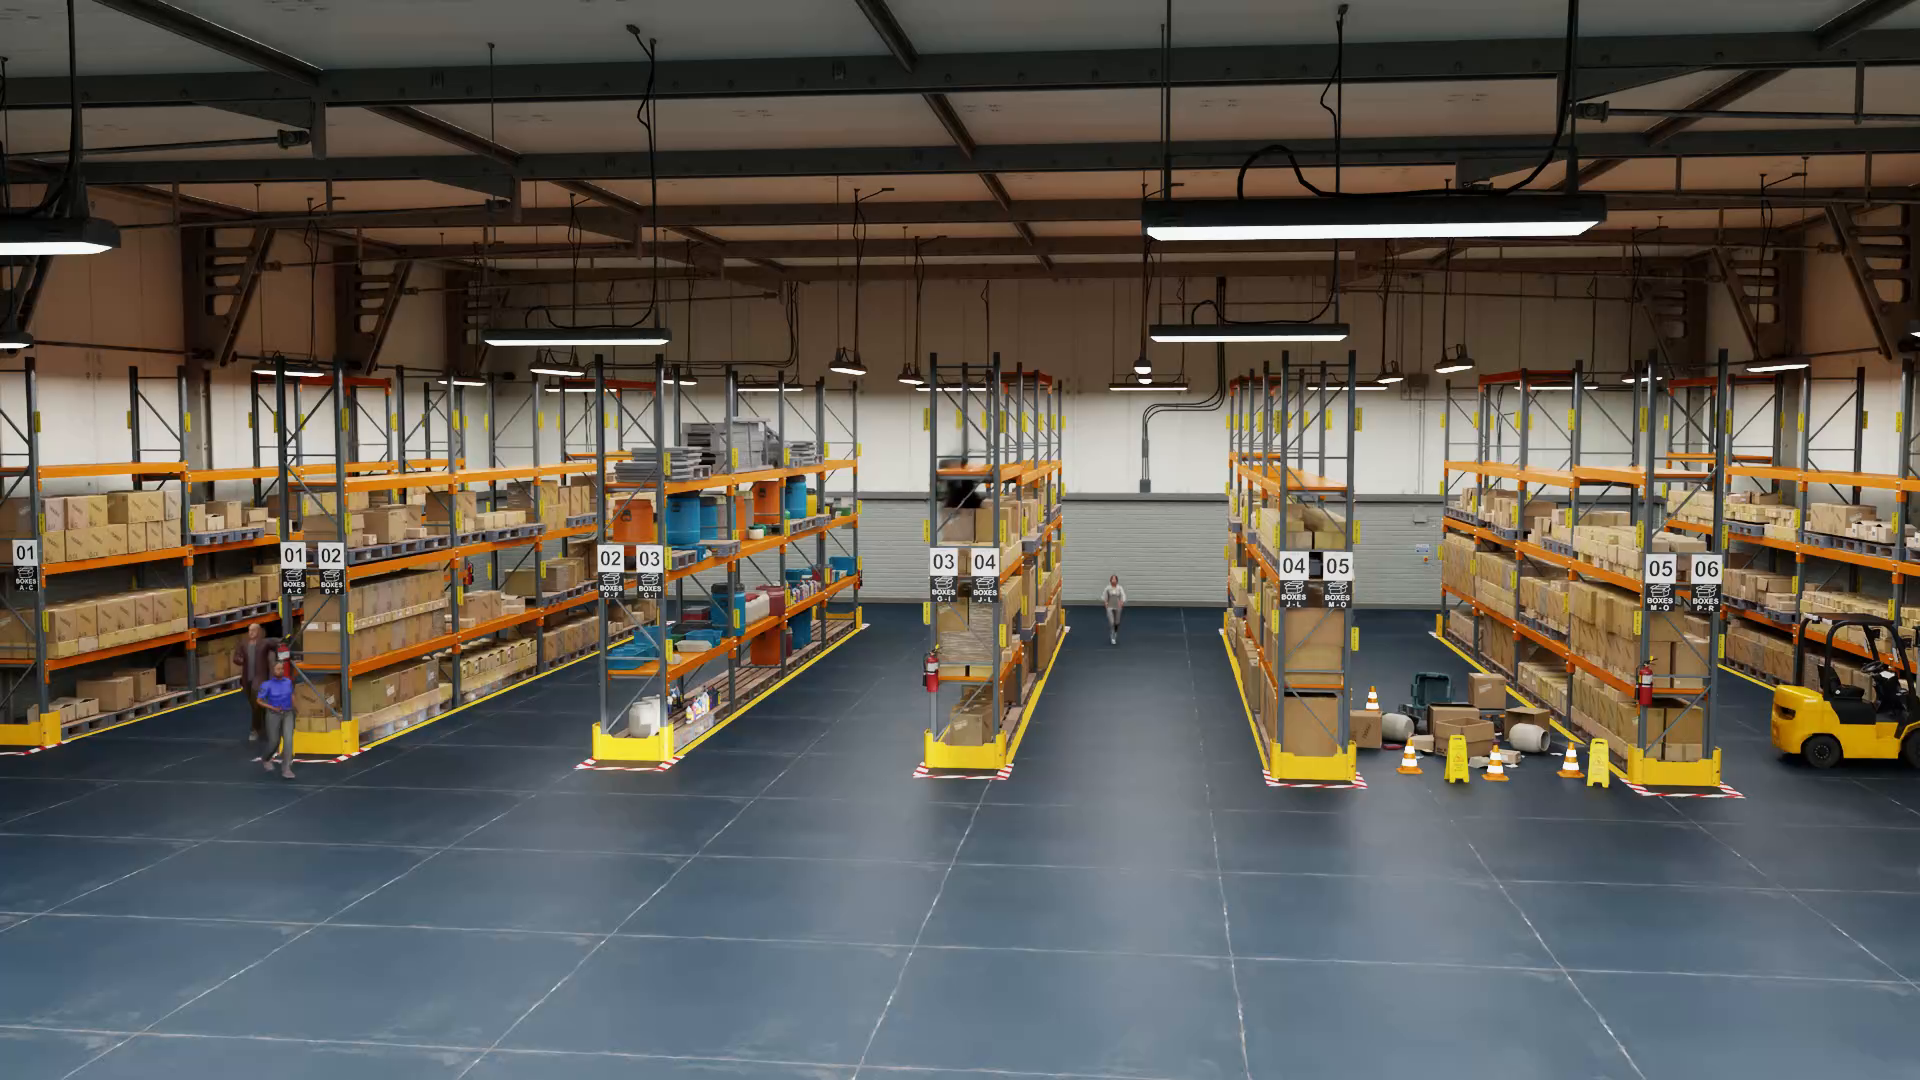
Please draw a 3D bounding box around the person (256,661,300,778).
[{"bbox_3d":[-9.624,2.521,23.484,0.748,1.636,0.603,4,6,43],"label":"person"}]

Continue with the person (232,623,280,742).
[{"bbox_3d":[-11.192,2.240,26.454,0.665,1.846,0.865,1,4,8],"label":"person"}]

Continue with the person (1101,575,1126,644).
[{"bbox_3d":[3.476,1.564,37.651,0.561,1.558,0.545,0,4,2],"label":"person"}]
